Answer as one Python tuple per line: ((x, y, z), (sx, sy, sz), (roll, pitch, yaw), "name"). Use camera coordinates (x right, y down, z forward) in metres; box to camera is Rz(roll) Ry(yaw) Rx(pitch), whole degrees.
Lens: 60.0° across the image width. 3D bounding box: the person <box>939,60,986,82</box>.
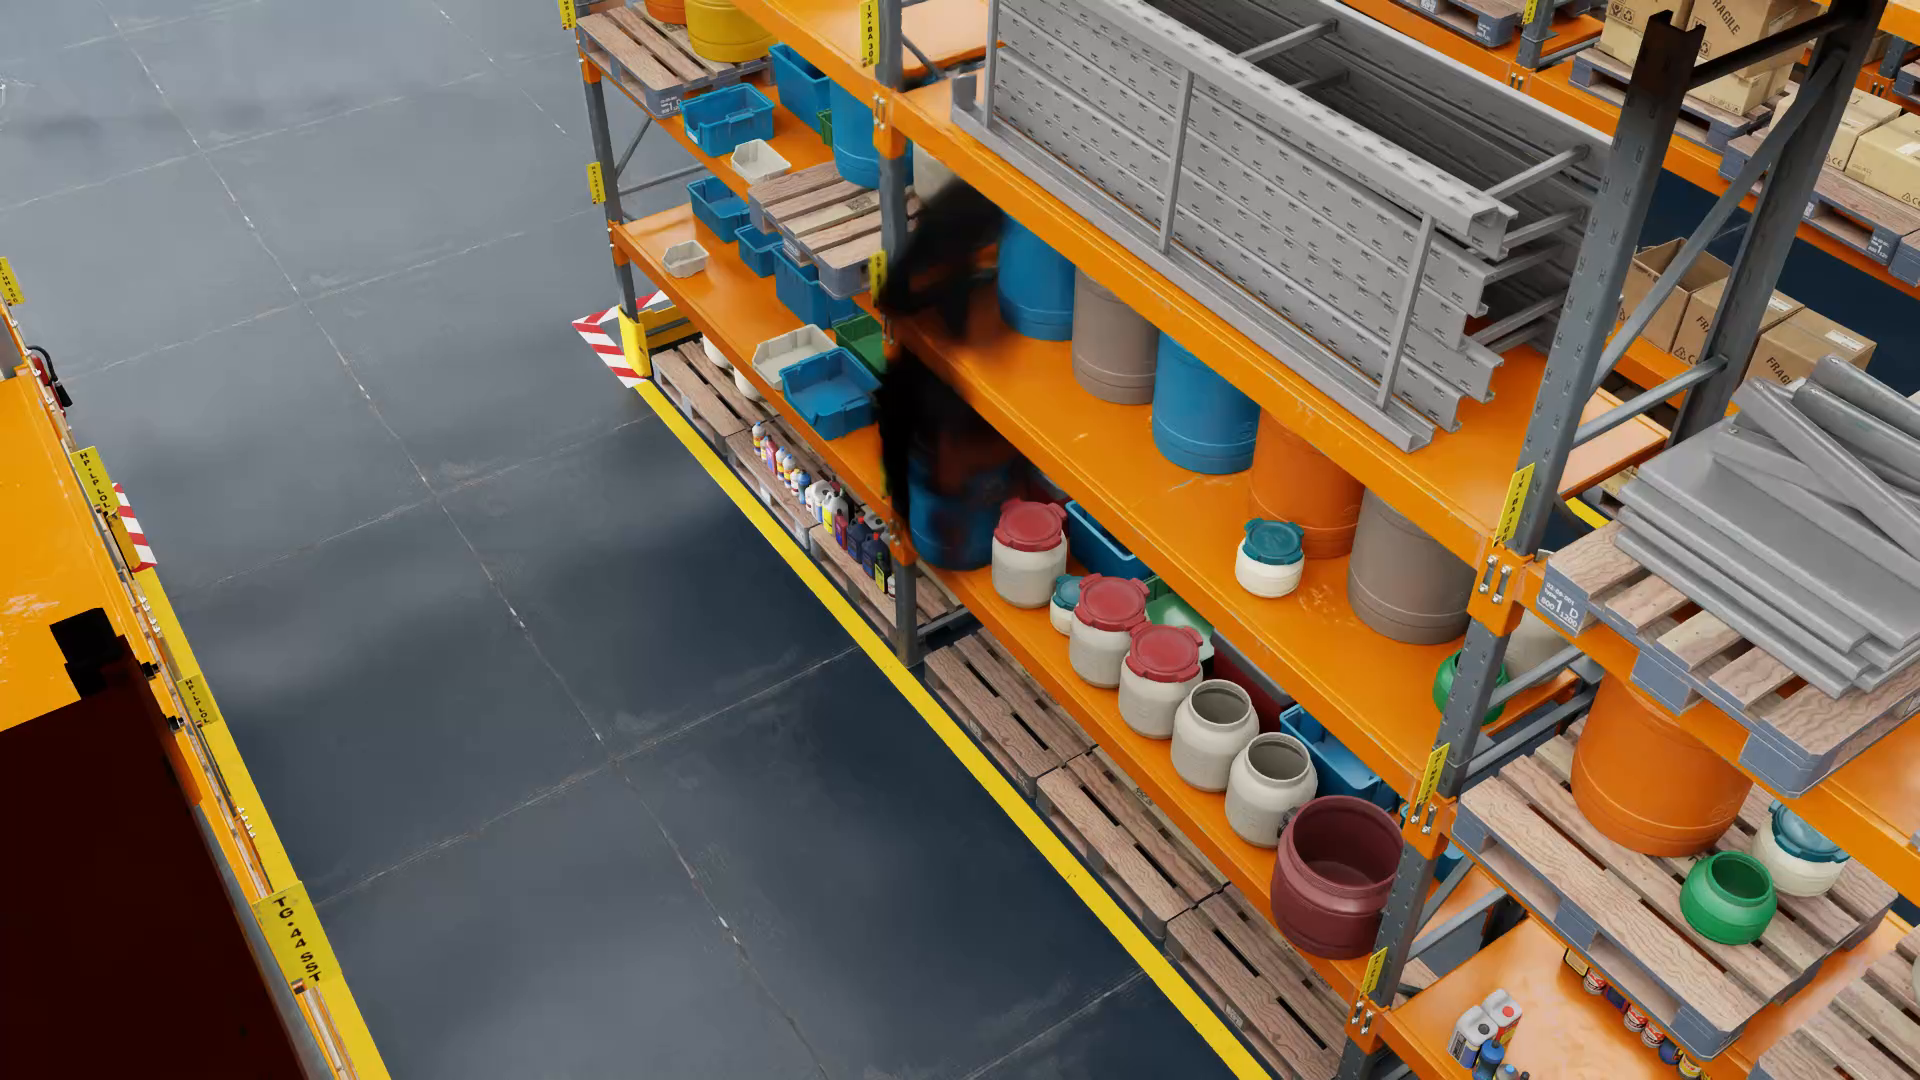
((0.099, -4.957, 15.844), (0.898, 1.806, 0.713), (-1, 43, -1), "person")
